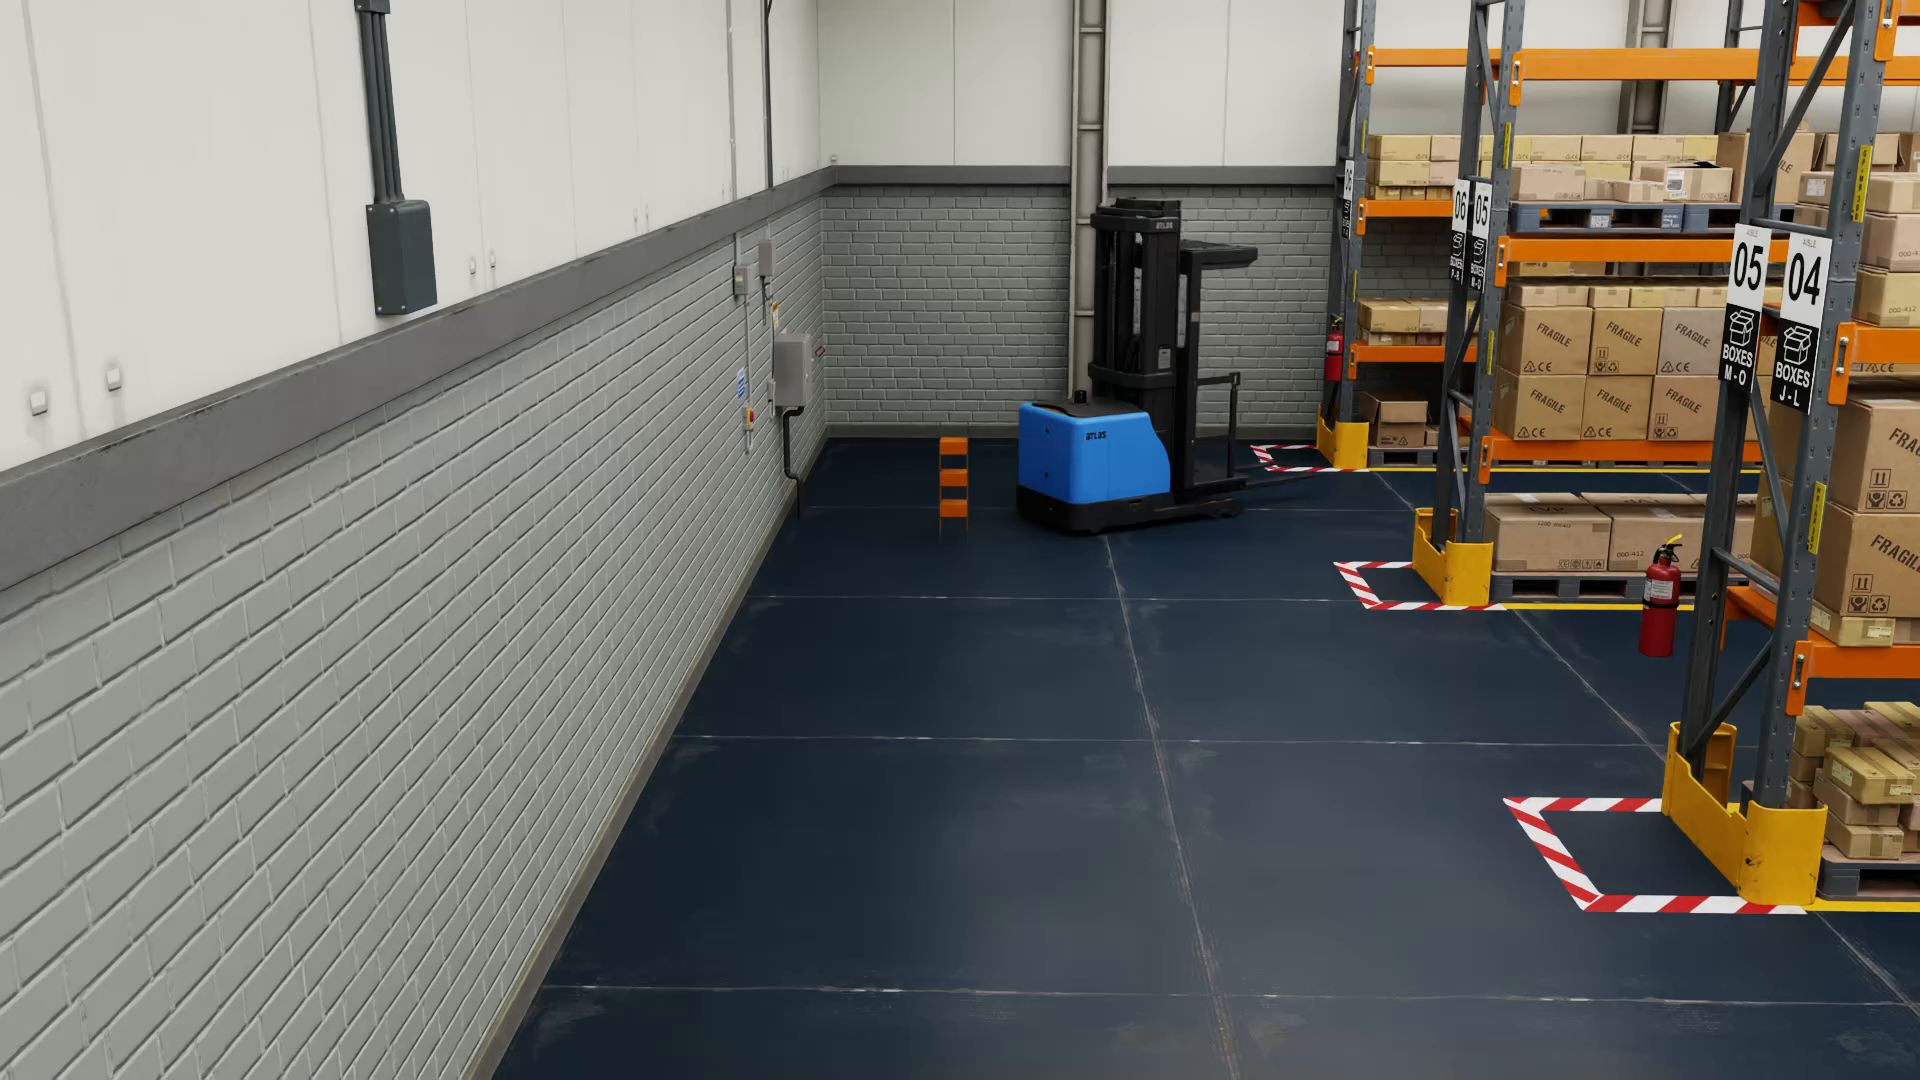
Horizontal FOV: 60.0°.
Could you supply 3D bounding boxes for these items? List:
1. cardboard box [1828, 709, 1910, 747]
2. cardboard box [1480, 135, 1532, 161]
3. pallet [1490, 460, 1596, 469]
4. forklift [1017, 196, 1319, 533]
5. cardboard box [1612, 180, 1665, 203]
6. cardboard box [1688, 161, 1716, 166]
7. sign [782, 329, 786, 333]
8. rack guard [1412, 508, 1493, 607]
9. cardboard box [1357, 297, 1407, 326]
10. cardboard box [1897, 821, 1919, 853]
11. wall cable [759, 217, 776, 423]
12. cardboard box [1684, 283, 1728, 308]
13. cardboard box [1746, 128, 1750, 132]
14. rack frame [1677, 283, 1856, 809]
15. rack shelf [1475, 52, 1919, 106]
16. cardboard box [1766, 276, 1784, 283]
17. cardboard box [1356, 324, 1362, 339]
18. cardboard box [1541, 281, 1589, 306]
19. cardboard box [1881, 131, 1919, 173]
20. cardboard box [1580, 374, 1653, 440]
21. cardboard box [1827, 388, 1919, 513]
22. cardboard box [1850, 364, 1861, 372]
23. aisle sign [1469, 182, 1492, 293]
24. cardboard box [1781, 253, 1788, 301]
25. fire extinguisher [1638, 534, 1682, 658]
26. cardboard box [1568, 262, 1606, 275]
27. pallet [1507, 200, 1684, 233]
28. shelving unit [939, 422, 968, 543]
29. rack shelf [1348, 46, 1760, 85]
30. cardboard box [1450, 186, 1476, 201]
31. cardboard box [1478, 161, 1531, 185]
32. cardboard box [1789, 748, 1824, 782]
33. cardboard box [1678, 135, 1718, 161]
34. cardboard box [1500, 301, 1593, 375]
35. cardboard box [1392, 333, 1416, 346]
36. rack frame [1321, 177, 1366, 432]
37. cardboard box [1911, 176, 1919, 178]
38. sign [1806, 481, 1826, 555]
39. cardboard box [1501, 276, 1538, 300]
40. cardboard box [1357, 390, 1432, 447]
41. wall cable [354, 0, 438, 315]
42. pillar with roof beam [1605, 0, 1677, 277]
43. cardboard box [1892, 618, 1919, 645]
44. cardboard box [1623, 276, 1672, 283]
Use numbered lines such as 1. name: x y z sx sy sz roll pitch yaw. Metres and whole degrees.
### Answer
1. cardboard box: 4.735 1.022 8.686 0.250 0.149 0.380 1 15 3
2. cardboard box: 5.546 -4.039 17.118 0.500 0.250 0.500 0 15 1
3. pallet: 6.188 -0.987 18.170 1.213 0.211 1.003 0 15 1
4. forklift: 2.070 -1.730 15.652 3.031 2.935 1.130 -8 17 -29
5. cardboard box: 5.057 -2.599 12.403 0.250 0.149 0.380 1 15 3
6. cardboard box: 7.608 -3.785 17.137 0.500 0.250 0.500 0 15 2
7. sign: -1.657 -1.731 15.707 0.001 0.494 0.329 0 15 1
8. rack guard: 3.951 0.124 13.389 0.348 0.500 1.175 0 15 1
9. cardboard box: 4.565 -2.486 18.094 0.500 0.250 0.500 1 15 3
10. cardboard box: 4.729 1.420 8.343 0.250 0.149 0.380 0 15 1
11. wall cable: -1.637 -1.968 14.428 0.122 1.984 0.588 0 15 1
12. cardboard box: 5.620 -1.844 12.524 0.250 0.149 0.380 1 15 2
13. cardboard box: 8.405 -4.264 17.319 0.258 0.266 0.396 0 15 1
14. rack frame: 3.950 0.179 8.282 0.127 3.000 1.000 0 15 1
15. rack shelf: 5.975 -3.431 12.397 4.000 0.370 1.077 0 15 1
16. cardboard box: 6.387 -1.967 12.989 0.250 0.149 0.380 0 15 1
17. cardboard box: 4.437 -2.295 18.151 0.250 0.149 0.380 0 15 1
18. cardboard box: 4.587 -1.873 12.632 0.250 0.149 0.380 1 15 3
19. cardboard box: 7.391 -2.866 12.726 0.500 0.500 0.500 1 15 2
20. cardboard box: 4.954 -1.060 12.782 0.500 0.500 0.500 0 15 1
21. cardboard box: 4.392 -0.426 7.836 0.500 0.500 0.500 0 15 1
22. cardboard box: 6.479 -1.529 12.599 0.500 0.500 0.500 1 15 2
23. aisle sign: 3.896 -2.268 12.459 0.004 0.787 0.394 0 15 1
24. cardboard box: 4.411 -1.264 8.163 0.500 0.250 0.500 0 15 0
25. fire extinguisher: 3.710 0.277 8.792 0.183 0.674 0.296 0 15 1
26. cardboard box: 6.615 -2.835 17.948 0.500 0.500 0.500 0 15 0
27. pallet: 4.717 -2.490 12.690 1.213 0.211 1.003 0 15 1
28. shelving unit: -0.053 -0.508 14.707 0.252 1.050 0.215 0 15 1
29. rack shelf: 6.098 -4.888 17.145 4.000 0.370 1.077 0 15 1
30. cardboard box: 5.176 -3.589 17.174 0.250 0.149 0.380 1 15 3
31. cardboard box: 5.555 -3.795 17.173 0.500 0.250 0.500 0 15 0
32. cardboard box: 4.485 1.141 8.817 0.250 0.149 0.380 0 15 0
33. cardboard box: 7.586 -4.029 17.083 0.500 0.250 0.500 0 15 2
34. cardboard box: 4.448 -1.540 12.642 0.500 0.500 0.500 0 15 0
35. cardboard box: 4.676 -2.167 17.664 0.250 0.149 0.380 1 15 3
36. rack frame: 4.098 -2.350 17.867 0.127 3.000 1.000 0 15 1
37. cardboard box: 4.522 -1.567 7.552 0.250 0.149 0.380 1 15 4
38. sign: 3.936 -0.101 7.647 0.005 0.325 0.100 0 15 1
39. cardboard box: 4.339 -1.978 13.031 0.250 0.149 0.380 1 15 2
40. cardboard box: 4.707 -1.318 18.025 0.637 0.503 0.797 0 15 -1
41. wall cable: -1.842 -3.929 5.786 0.120 5.999 2.277 0 15 1
42. pillar with roof beam: 7.314 -4.361 13.730 0.400 9.000 9.100 0 15 1
43. cardboard box: 4.521 0.377 8.023 0.250 0.149 0.380 1 15 3
44. cardboard box: 5.364 -1.971 13.002 0.250 0.149 0.380 0 15 1
